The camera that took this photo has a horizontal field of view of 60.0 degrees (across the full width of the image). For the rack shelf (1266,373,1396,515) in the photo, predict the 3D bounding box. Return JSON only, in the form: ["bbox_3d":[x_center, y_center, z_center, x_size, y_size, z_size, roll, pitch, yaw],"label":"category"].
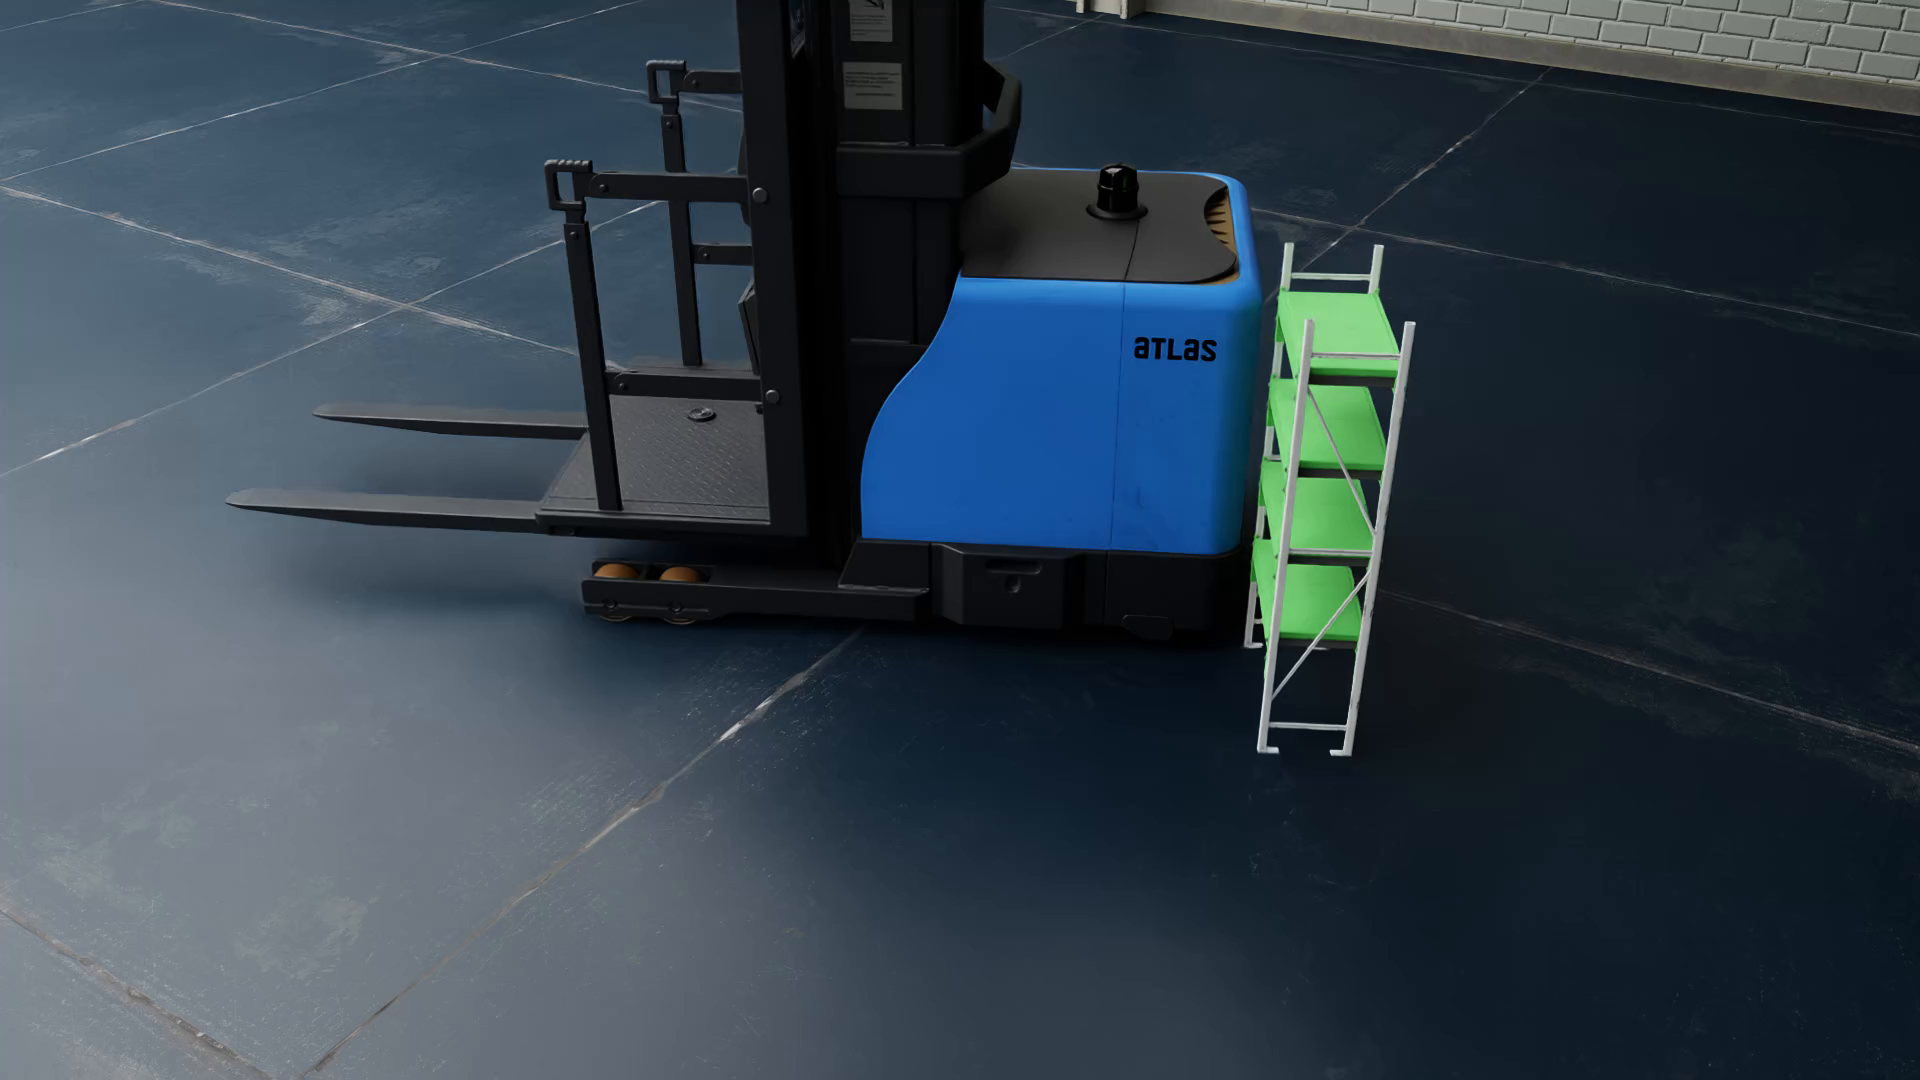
[{"bbox_3d":[0.910,-0.243,4.127,0.258,0.148,0.480,2,30,4],"label":"rack shelf"}]

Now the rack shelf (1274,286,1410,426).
[{"bbox_3d":[0.910,-0.451,4.006,0.258,0.148,0.480,2,30,4],"label":"rack shelf"}]

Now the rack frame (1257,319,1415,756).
[{"bbox_3d":[0.891,0.032,4.005,0.240,1.200,0.015,2,30,4],"label":"rack frame"}]

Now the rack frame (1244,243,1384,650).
[{"bbox_3d":[0.928,-0.214,4.426,0.240,1.200,0.015,2,30,4],"label":"rack frame"}]

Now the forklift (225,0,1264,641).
[{"bbox_3d":[-0.675,-1.280,4.536,3.031,2.935,1.130,3,30,5],"label":"forklift"}]

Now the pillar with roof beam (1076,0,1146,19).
[{"bbox_3d":[-1.235,-5.722,6.128,0.400,9.000,9.100,18,35,27],"label":"pillar with roof beam"}]

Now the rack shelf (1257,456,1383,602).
[{"bbox_3d":[0.910,-0.036,4.248,0.258,0.148,0.480,2,30,4],"label":"rack shelf"}]

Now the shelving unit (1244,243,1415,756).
[{"bbox_3d":[0.910,-0.091,4.215,0.258,1.200,0.503,2,30,4],"label":"shelving unit"}]

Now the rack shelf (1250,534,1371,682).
[{"bbox_3d":[0.910,0.171,4.369,0.258,0.148,0.480,2,30,4],"label":"rack shelf"}]
